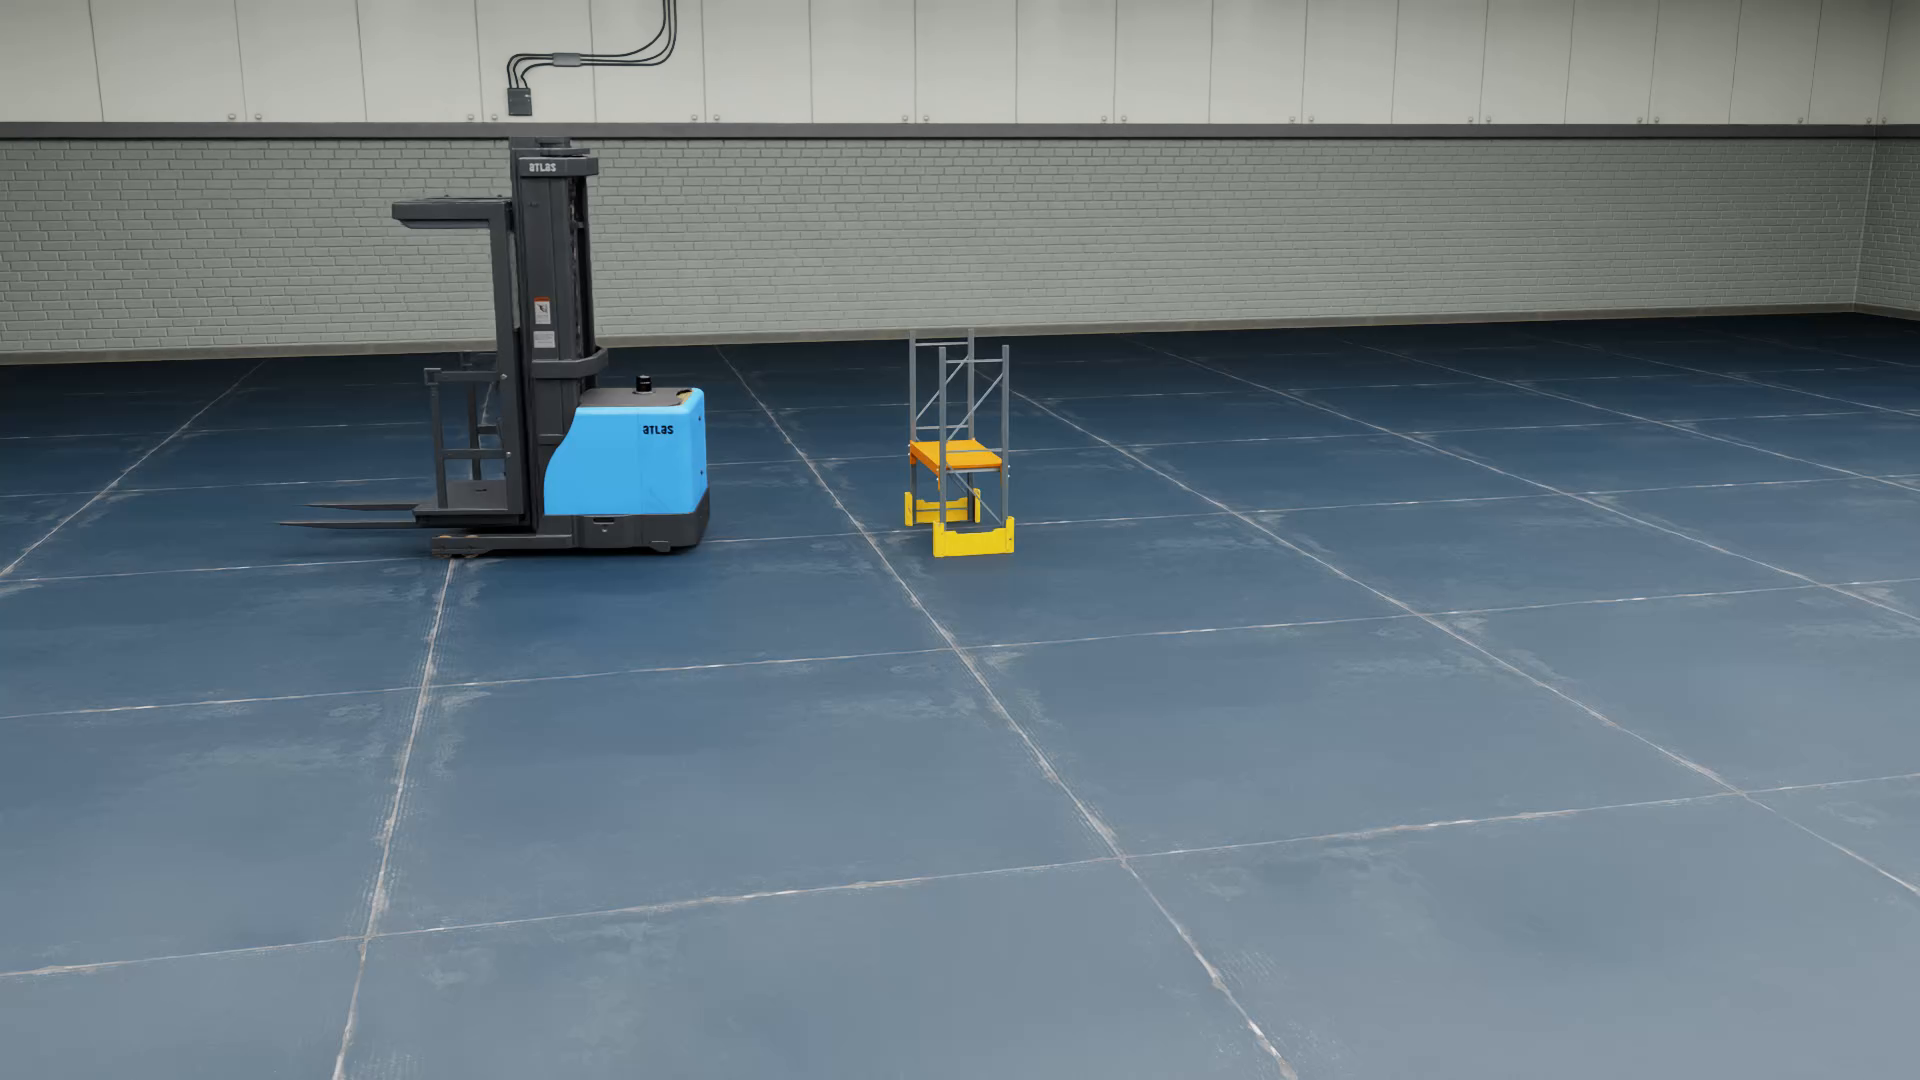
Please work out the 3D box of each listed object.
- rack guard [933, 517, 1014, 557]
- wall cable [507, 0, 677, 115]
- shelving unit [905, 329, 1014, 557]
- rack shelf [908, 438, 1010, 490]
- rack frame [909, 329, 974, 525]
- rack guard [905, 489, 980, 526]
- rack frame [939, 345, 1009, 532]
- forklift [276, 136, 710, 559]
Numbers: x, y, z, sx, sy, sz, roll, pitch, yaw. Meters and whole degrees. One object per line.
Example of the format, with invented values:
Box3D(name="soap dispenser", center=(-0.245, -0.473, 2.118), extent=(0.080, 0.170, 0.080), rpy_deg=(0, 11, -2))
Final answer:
Box3D(name="rack guard", center=(0.099, -0.024, 11.999), extent=(0.587, 0.250, 0.087), rpy_deg=(-3, 14, -13))
Box3D(name="wall cable", center=(-4.993, -8.744, 22.090), extent=(2.305, 6.003, 0.169), rpy_deg=(-3, 14, -13))
Box3D(name="shelving unit", center=(-0.018, -0.746, 12.321), extent=(0.587, 1.500, 1.083), rpy_deg=(-3, 14, -13))
Box3D(name="rack shelf", center=(-0.020, -0.574, 12.372), extent=(0.538, 0.185, 1.000), rpy_deg=(-3, 14, -13))
Box3D(name="rack frame", center=(-0.139, -0.866, 12.810), extent=(0.500, 1.500, 0.032), rpy_deg=(-3, 14, -13))
Box3D(name="rack guard", center=(-0.135, -0.254, 12.940), extent=(0.587, 0.250, 0.087), rpy_deg=(-3, 14, -13))
Box3D(name="rack frame", center=(0.099, -0.631, 11.850), extent=(0.500, 1.500, 0.032), rpy_deg=(-3, 14, -13))
Box3D(name="forklift", center=(-3.430, -1.420, 12.062), extent=(3.031, 2.935, 1.130), rpy_deg=(0, 14, -2))
